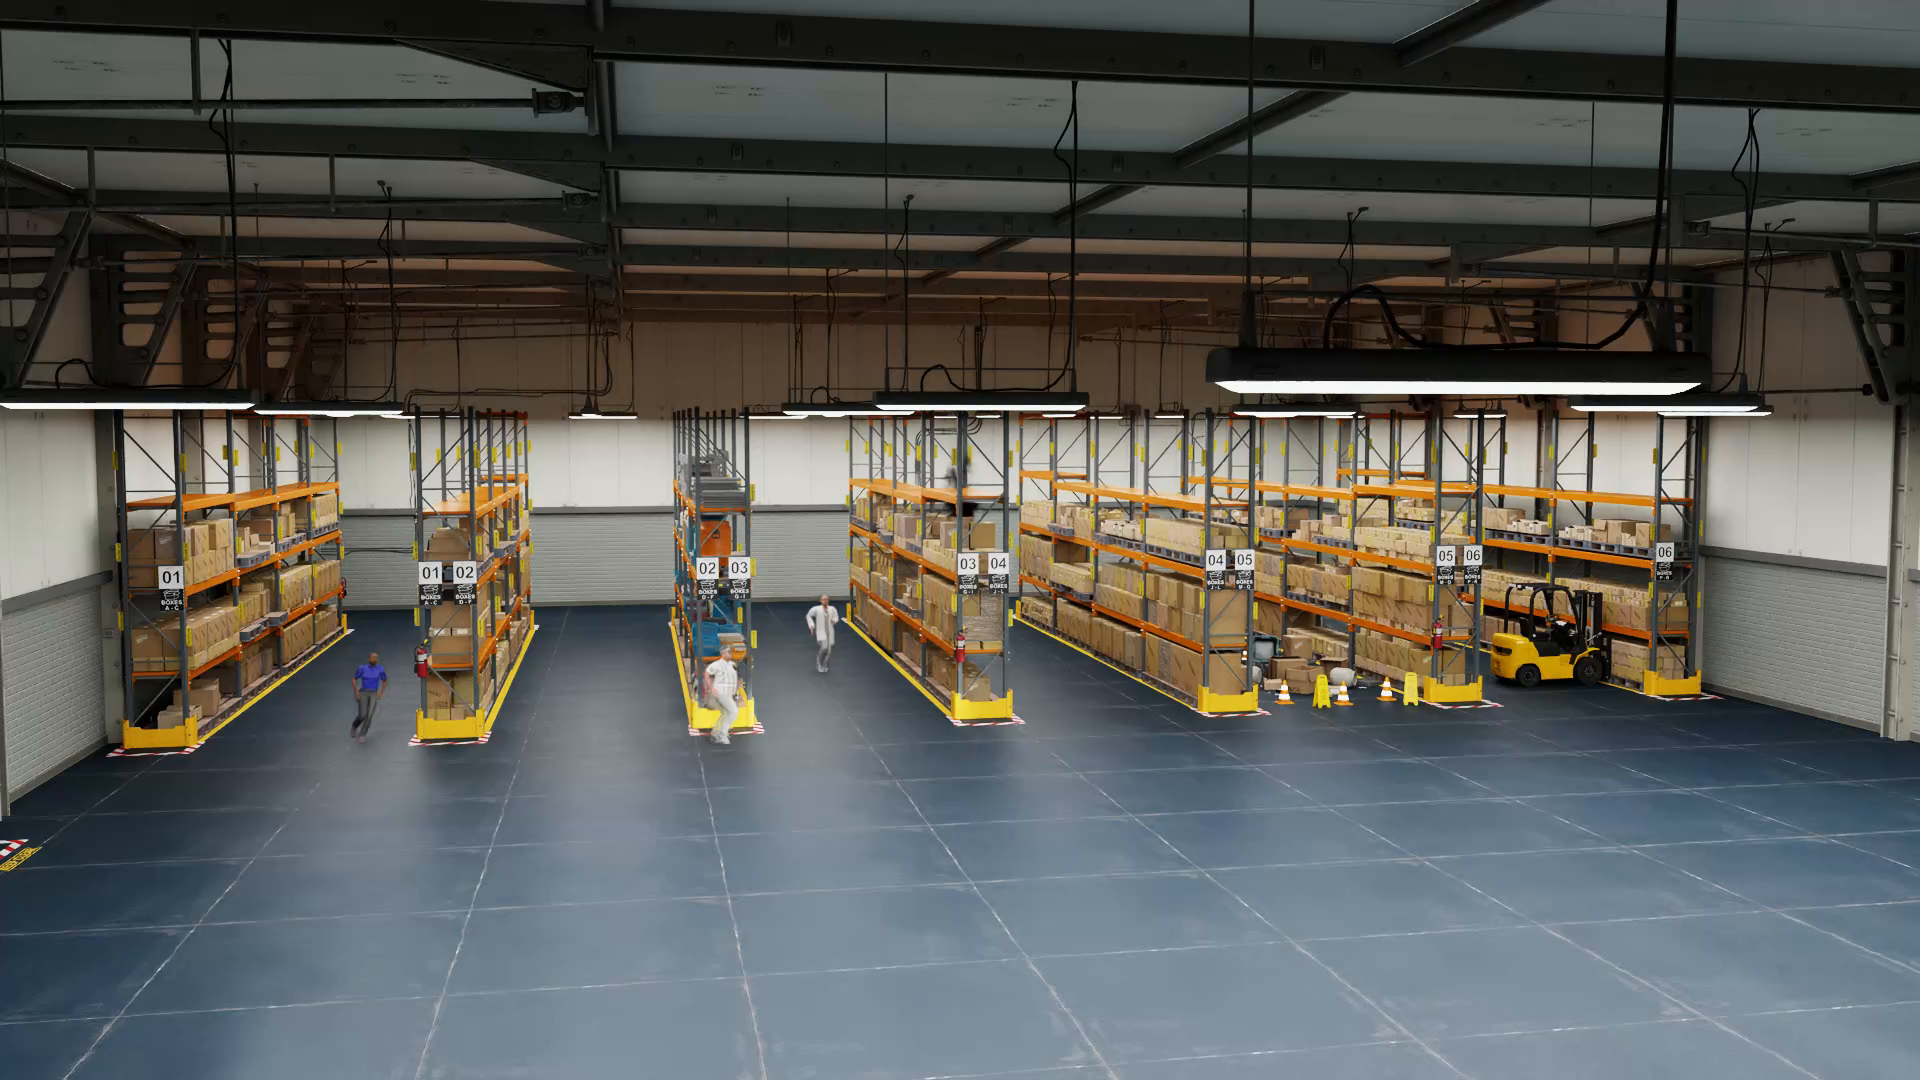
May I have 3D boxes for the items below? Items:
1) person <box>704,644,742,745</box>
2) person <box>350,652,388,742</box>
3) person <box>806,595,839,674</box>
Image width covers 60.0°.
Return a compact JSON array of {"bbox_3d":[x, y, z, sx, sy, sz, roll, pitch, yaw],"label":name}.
[{"bbox_3d":[-4.157,2.738,29.629,0.611,1.759,0.646,2,4,21],"label":"person"},{"bbox_3d":[-10.616,2.803,29.874,0.647,1.601,0.529,-2,5,-30],"label":"person"},{"bbox_3d":[-3.081,2.149,37.873,0.675,1.790,0.762,-2,5,-26],"label":"person"}]
